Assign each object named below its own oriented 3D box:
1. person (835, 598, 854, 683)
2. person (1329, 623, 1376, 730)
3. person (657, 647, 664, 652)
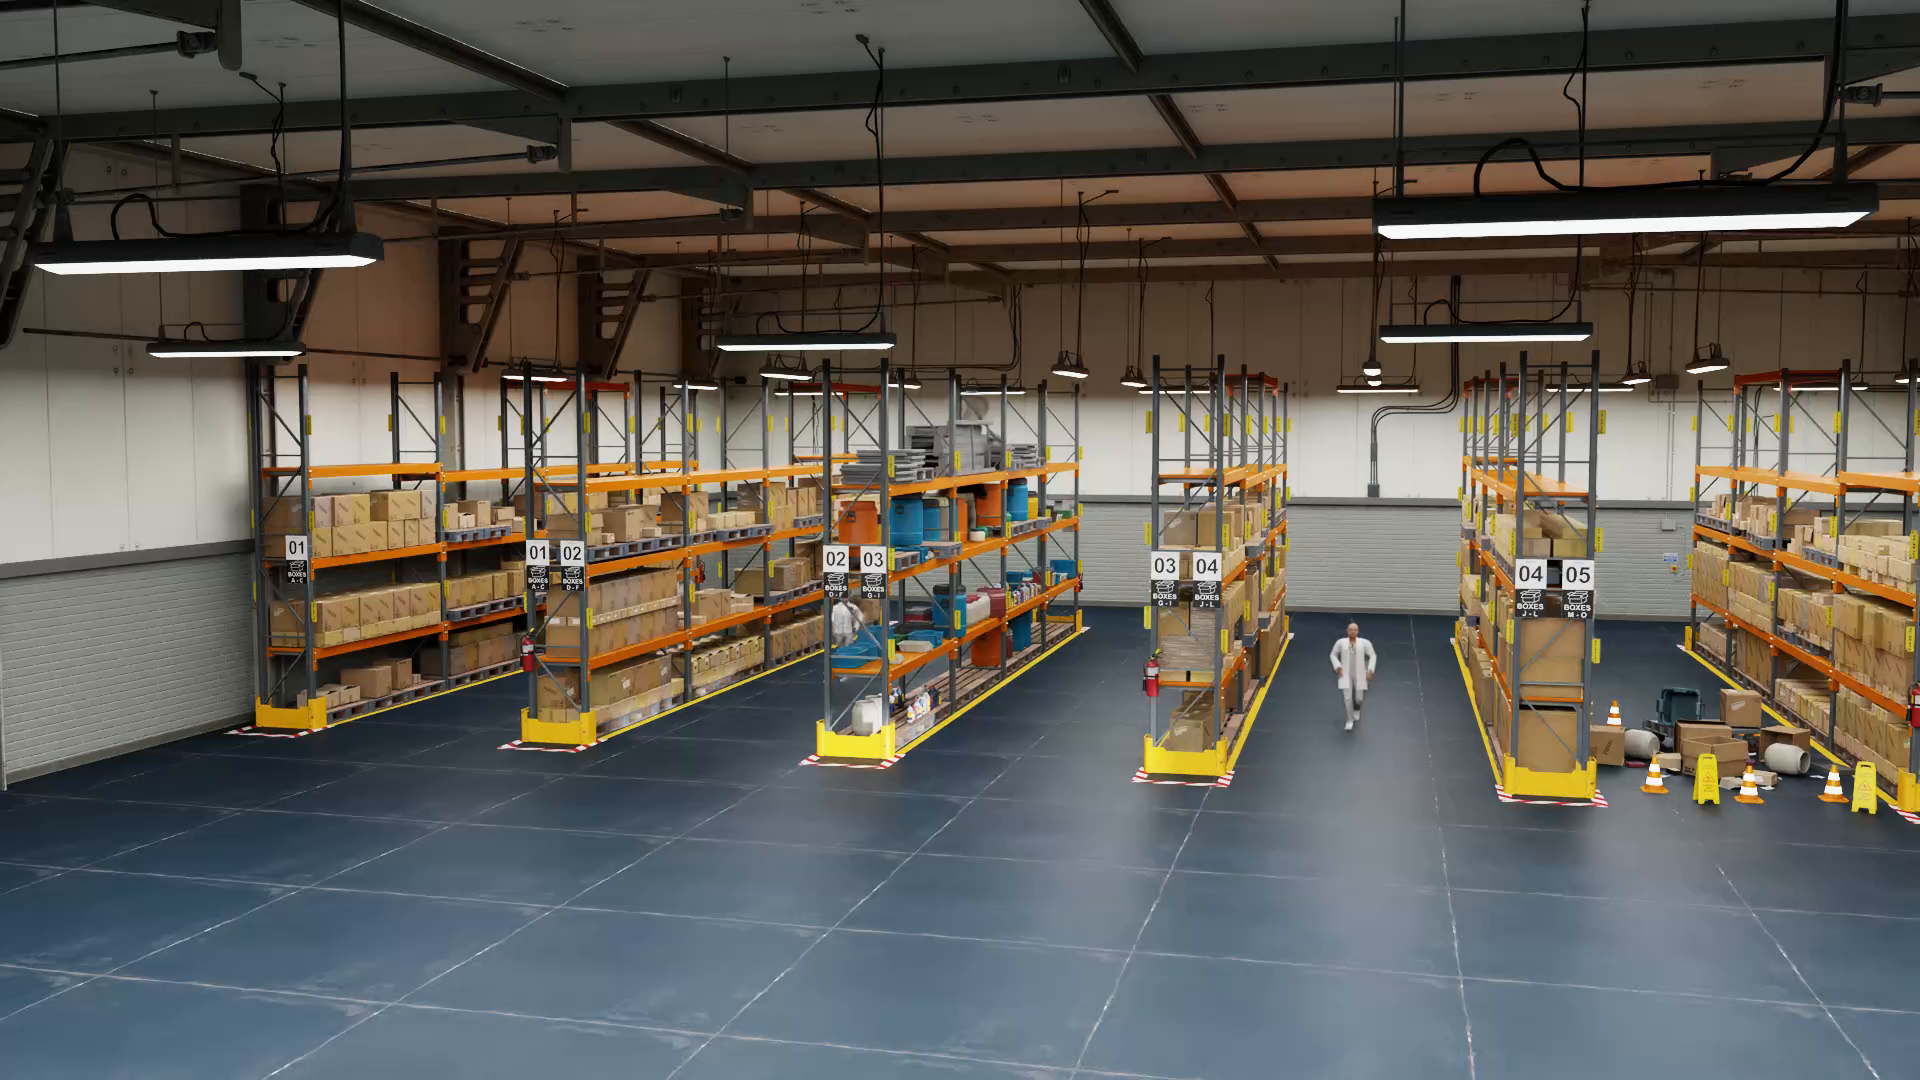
[{"bbox_3d":[-2.124,1.772,30.466,0.347,1.681,0.876,0,4,5],"label":"person"},{"bbox_3d":[6.502,2.239,27.550,0.751,1.738,0.666,1,4,11],"label":"person"},{"bbox_3d":[-6.451,1.628,35.524,0.614,1.806,0.915,0,4,1],"label":"person"}]
